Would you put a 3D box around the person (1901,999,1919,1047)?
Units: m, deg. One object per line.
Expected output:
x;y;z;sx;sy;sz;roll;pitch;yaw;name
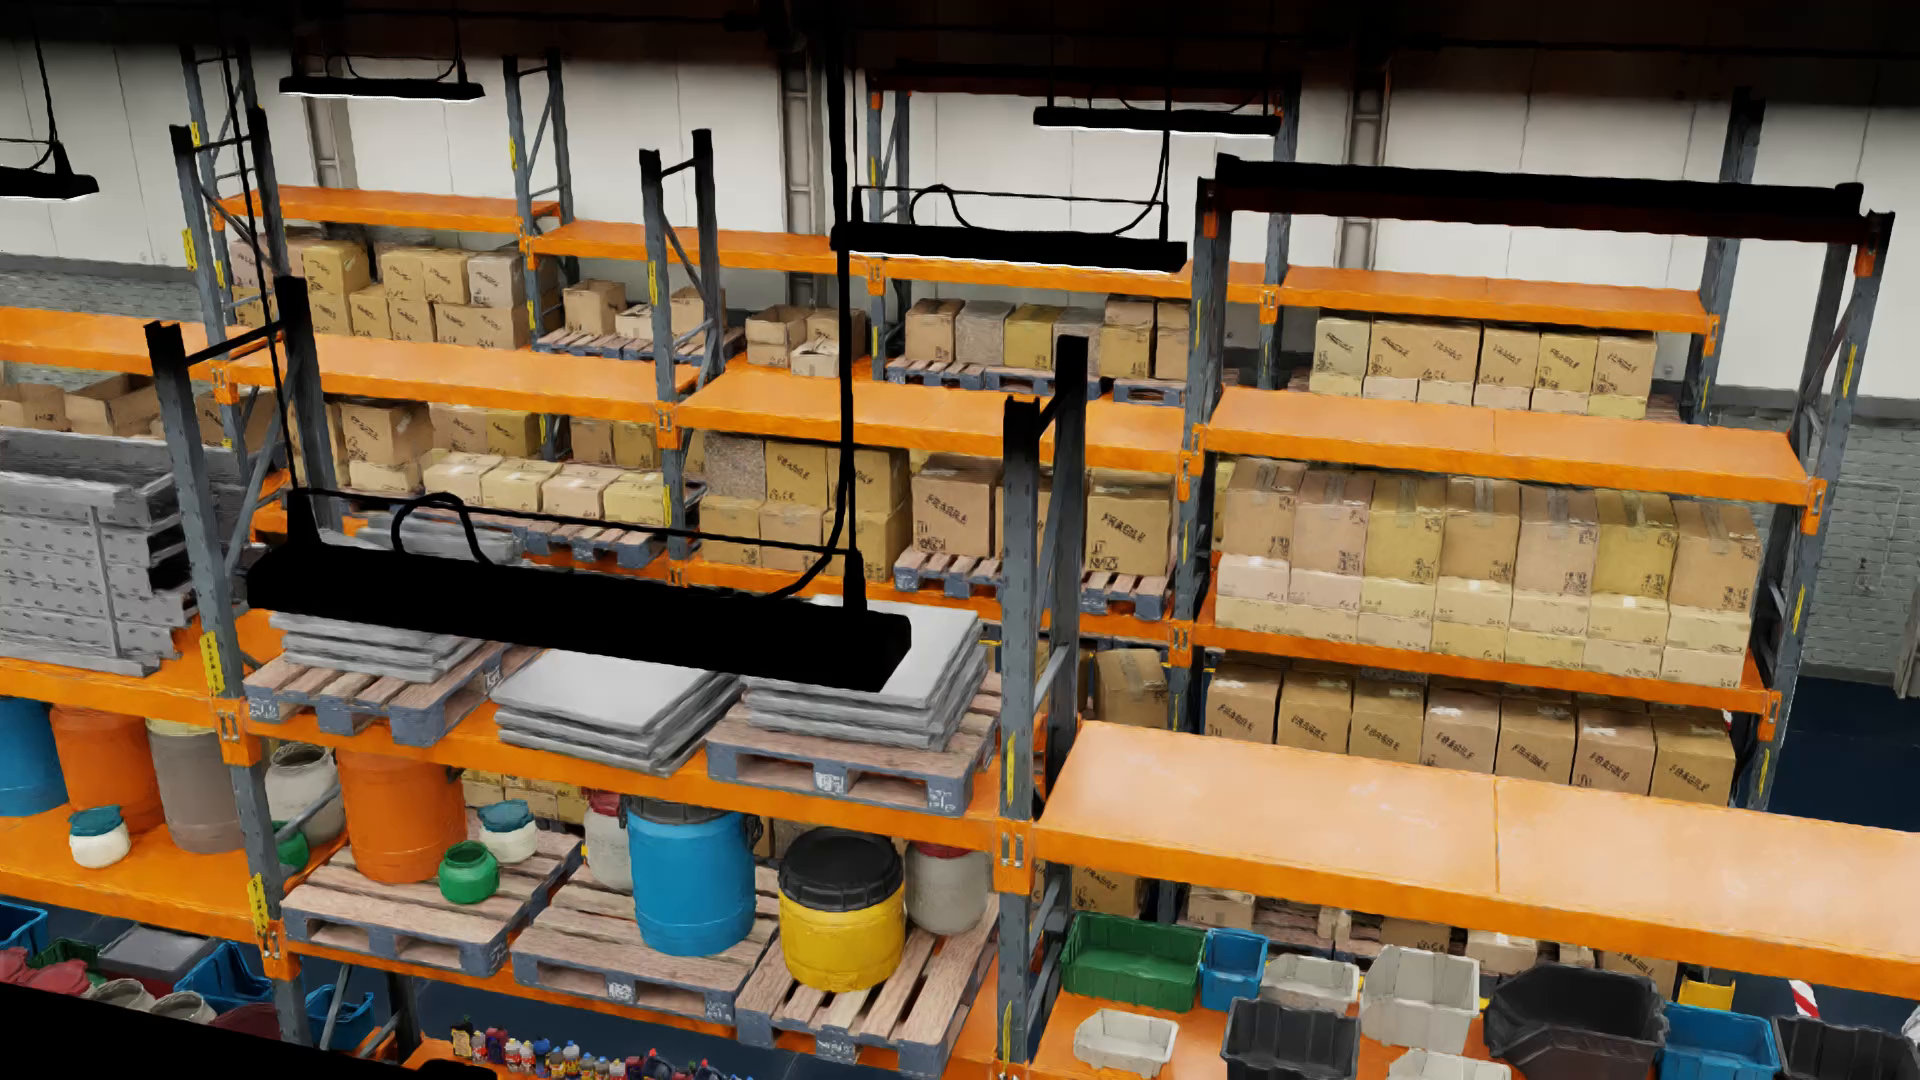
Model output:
5.986;3.403;10.339;1.029;1.725;0.555;6;23;14;person
